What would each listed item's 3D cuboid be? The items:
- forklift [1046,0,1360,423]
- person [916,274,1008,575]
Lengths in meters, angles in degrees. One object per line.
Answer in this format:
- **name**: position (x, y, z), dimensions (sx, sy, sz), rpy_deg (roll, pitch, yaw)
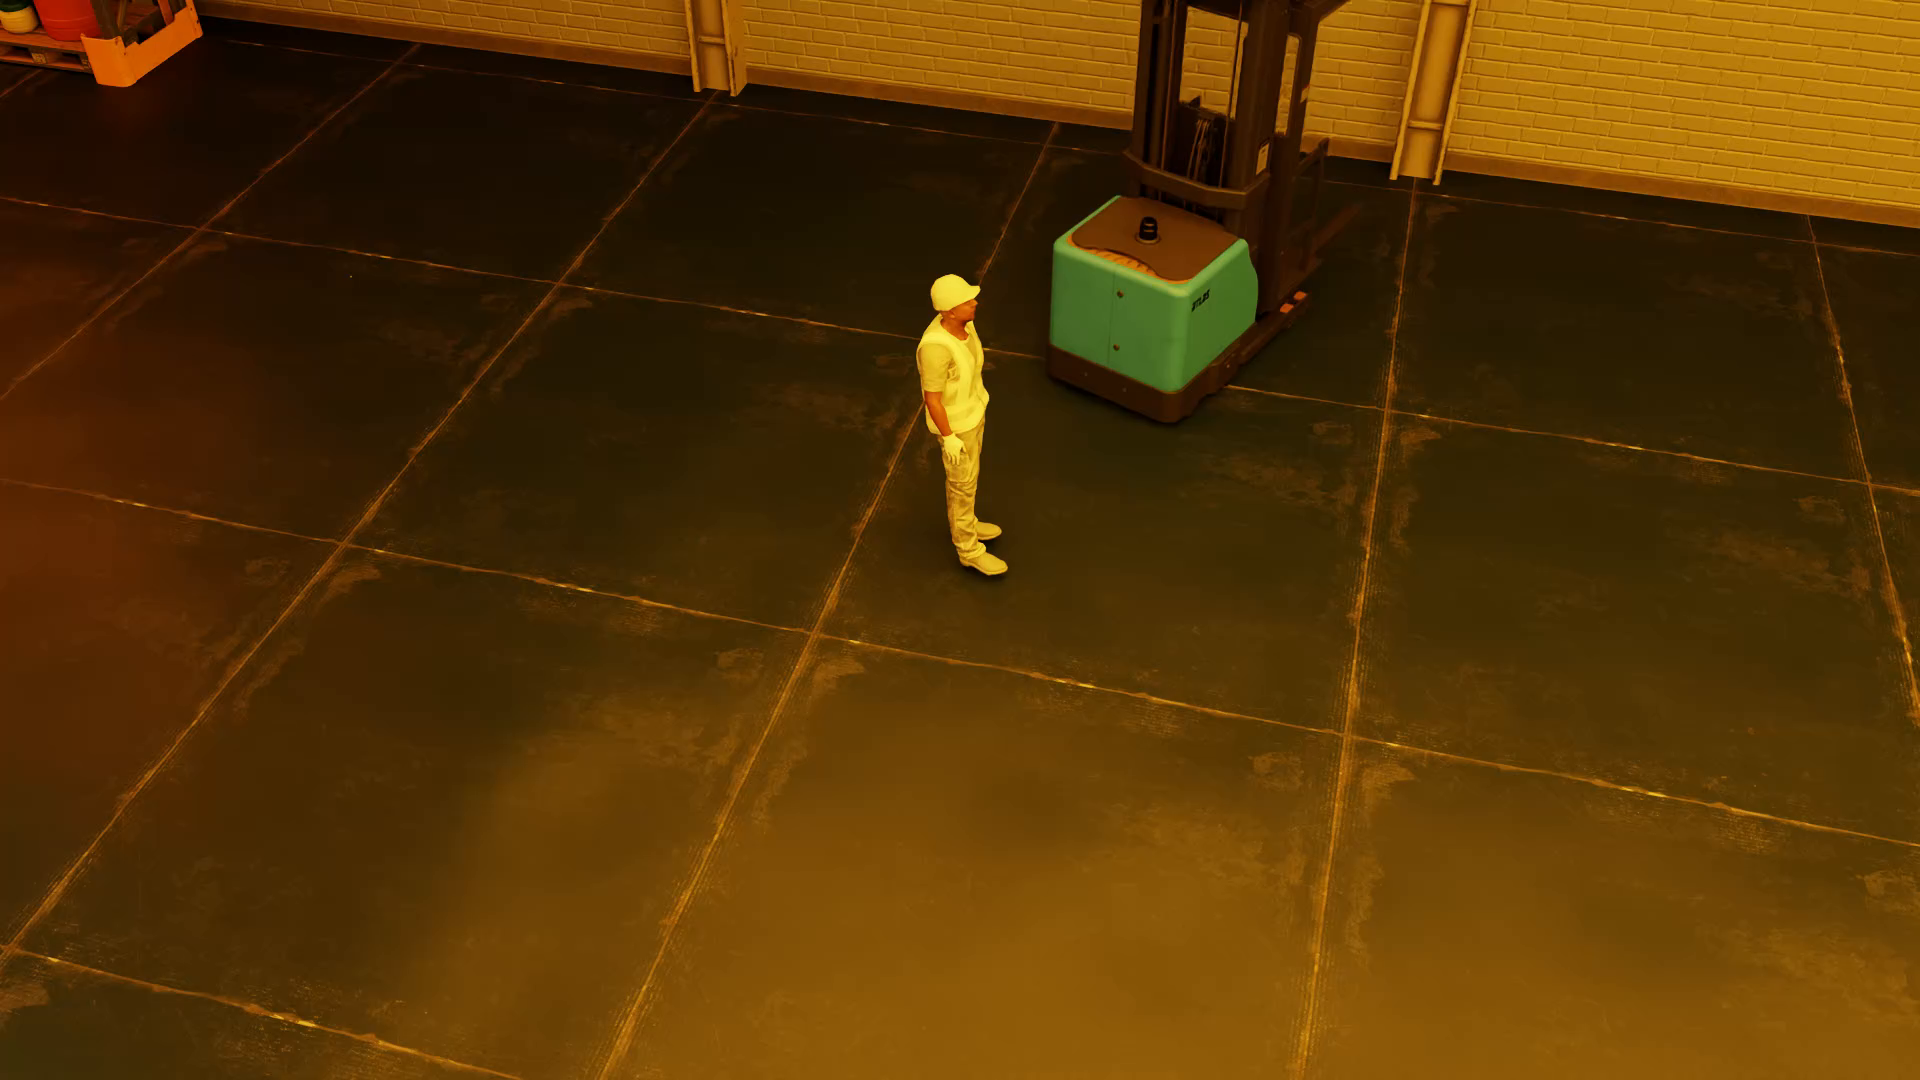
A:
- **forklift**: position (1.866, -2.790, 11.044), dimensions (1.130, 2.935, 3.031), rpy_deg (26, 48, 27)
- **person**: position (0.068, -0.689, 9.447), dimensions (0.575, 1.784, 0.656), rpy_deg (10, 42, 11)
